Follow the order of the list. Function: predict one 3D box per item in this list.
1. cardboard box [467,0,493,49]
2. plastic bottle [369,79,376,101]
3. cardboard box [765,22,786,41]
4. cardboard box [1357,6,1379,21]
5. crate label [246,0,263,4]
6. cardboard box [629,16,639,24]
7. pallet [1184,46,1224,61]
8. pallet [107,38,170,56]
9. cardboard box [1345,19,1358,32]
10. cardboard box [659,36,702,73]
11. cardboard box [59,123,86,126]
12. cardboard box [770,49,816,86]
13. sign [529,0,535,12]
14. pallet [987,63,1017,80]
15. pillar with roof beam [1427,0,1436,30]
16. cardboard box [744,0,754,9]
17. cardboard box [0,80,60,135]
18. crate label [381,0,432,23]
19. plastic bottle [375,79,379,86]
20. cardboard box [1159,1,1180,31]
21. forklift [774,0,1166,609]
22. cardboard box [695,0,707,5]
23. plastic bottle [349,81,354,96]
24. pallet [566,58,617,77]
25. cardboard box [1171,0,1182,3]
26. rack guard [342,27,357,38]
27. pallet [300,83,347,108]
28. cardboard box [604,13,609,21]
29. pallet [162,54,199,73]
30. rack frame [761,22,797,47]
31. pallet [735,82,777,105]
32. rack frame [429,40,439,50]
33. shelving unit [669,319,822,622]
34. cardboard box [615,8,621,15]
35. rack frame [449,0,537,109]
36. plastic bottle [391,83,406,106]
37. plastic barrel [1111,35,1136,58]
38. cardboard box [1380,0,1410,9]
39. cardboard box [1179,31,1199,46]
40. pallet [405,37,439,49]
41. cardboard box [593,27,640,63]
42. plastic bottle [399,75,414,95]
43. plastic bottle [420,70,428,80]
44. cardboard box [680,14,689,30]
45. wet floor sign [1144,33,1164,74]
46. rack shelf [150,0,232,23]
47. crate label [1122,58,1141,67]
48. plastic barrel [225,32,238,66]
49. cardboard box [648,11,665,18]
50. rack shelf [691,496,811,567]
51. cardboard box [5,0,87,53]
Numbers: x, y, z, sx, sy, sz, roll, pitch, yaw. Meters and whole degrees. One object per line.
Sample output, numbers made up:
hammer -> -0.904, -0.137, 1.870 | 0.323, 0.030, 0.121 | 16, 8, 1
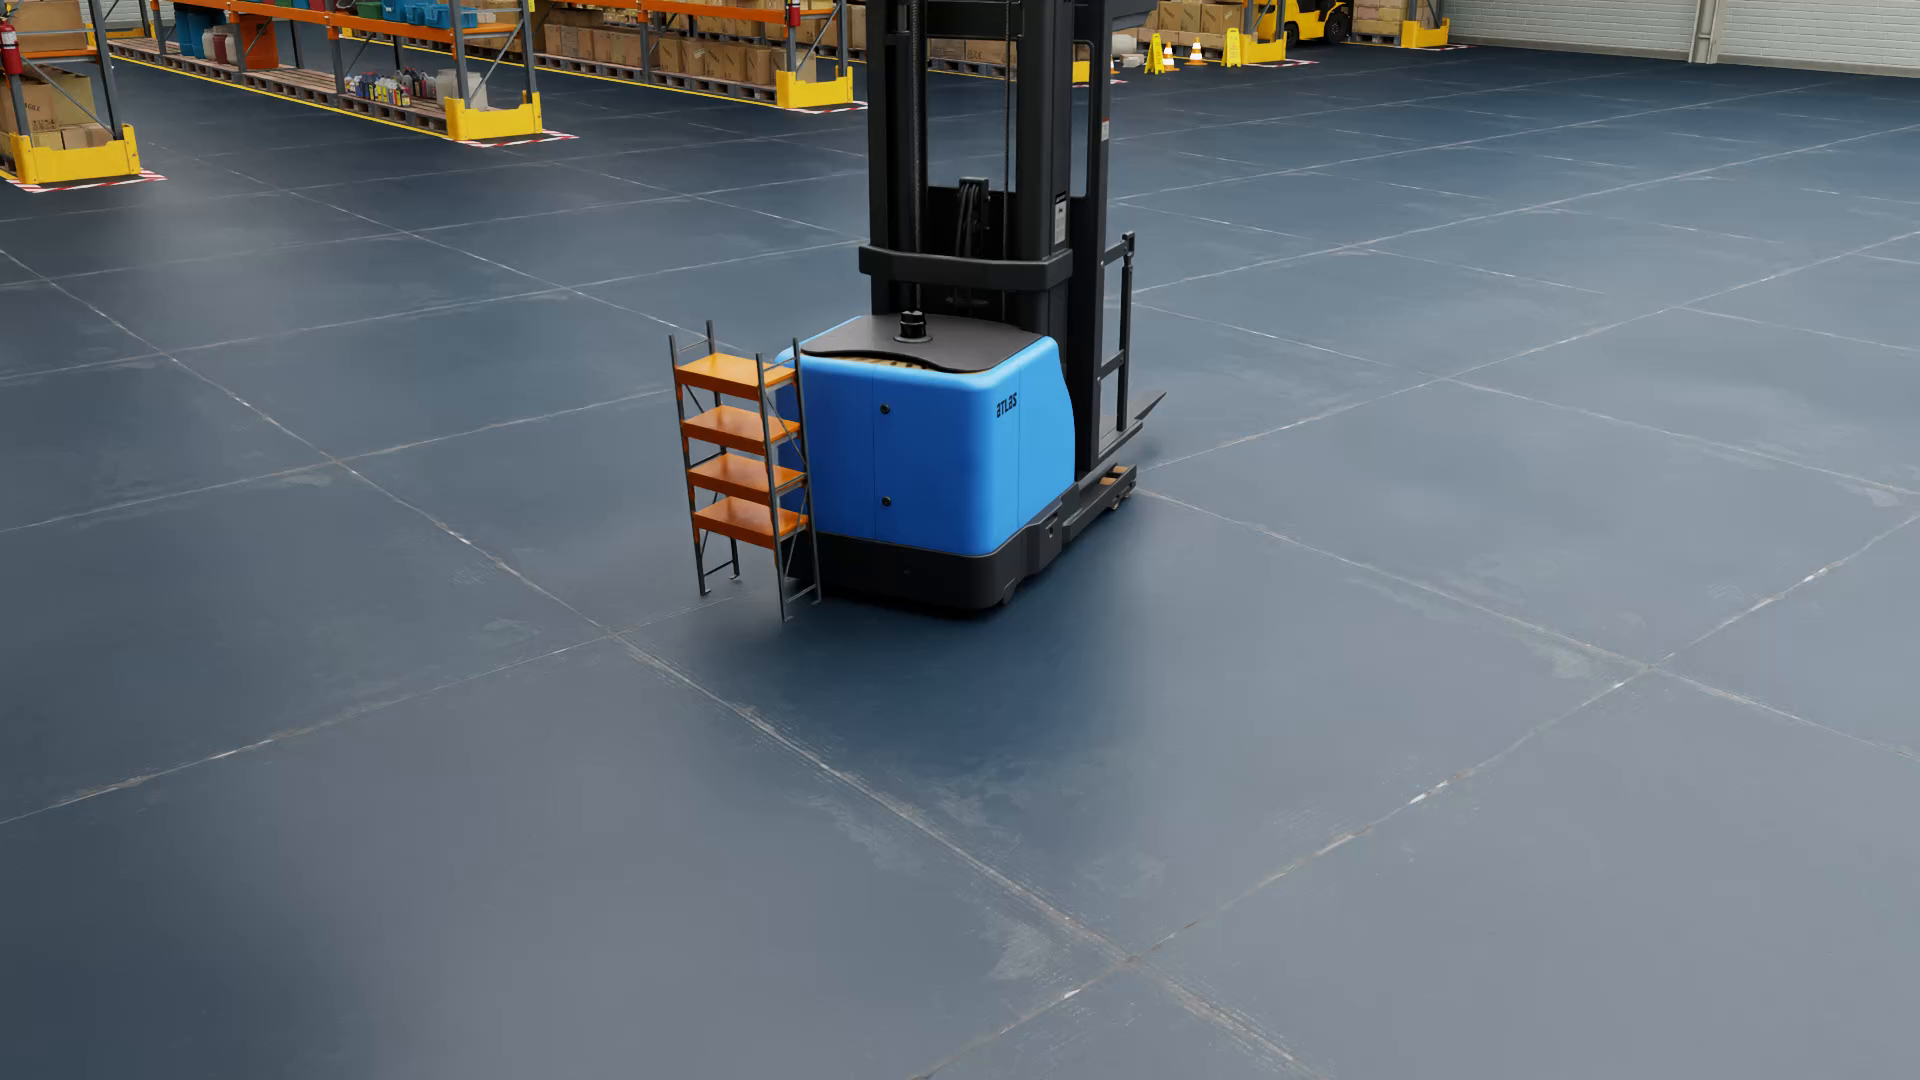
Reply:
cardboard box -> -8.279, -9.560, 30.616 | 1.225, 0.875, 0.875 | -17, 27, -37
plastic bottle -> -7.997, -6.136, 22.659 | 0.061, 0.283, 0.133 | -16, 26, -35
cardboard box -> -3.115, -10.021, 31.965 | 1.050, 0.750, 0.750 | -18, 28, -38
cardboard box -> 8.346, -10.590, 33.419 | 0.500, 0.250, 0.500 | -18, 28, -38
crate label -> -10.576, -8.408, 25.290 | 0.502, 0.435, 0.616 | -17, 27, -37
cardboard box -> -6.897, -11.212, 35.831 | 0.380, 0.149, 0.250 | -19, 28, -39
pallet -> 4.909, -9.014, 30.709 | 1.003, 0.211, 1.213 | -17, 27, -37
pallet -> -15.733, -9.405, 31.708 | 1.003, 0.211, 1.213 | -17, 27, -37
cardboard box -> 8.036, -10.491, 33.851 | 0.500, 0.250, 0.500 | -17, 27, -37
cardboard box -> -4.426, -7.716, 26.423 | 0.500, 0.500, 0.500 | -18, 28, -39
cardboard box -> -10.064, -4.596, 18.800 | 0.500, 0.250, 0.500 | -17, 27, -37
cardboard box -> -2.441, -6.908, 24.359 | 0.500, 0.500, 0.500 | -12, 24, -28
sign -> -5.378, -6.779, 20.799 | 0.100, 0.325, 0.005 | -17, 27, -37
pallet -> 1.197, -7.756, 27.497 | 1.003, 0.211, 1.213 | -17, 27, -37
pillar with roof beam -> 6.187, -13.417, 29.900 | 9.100, 9.000, 0.400 | -17, 27, -37
cardboard box -> -2.905, -7.811, 24.158 | 0.380, 0.149, 0.250 | -17, 27, -37
cardboard box -> -10.129, -4.684, 17.996 | 0.500, 0.500, 0.500 | -17, 27, -37
crate label -> -7.204, -6.981, 21.646 | 0.502, 0.435, 0.616 | -17, 27, -37
plastic bottle -> -7.949, -6.154, 22.722 | 0.097, 0.271, 0.097 | 0, 21, 0
cardboard box -> 4.074, -9.767, 30.973 | 0.500, 0.500, 0.500 | -18, 28, -39
forklift -> 0.258, -1.573, 7.980 | 1.130, 2.935, 3.031 | 9, 23, 23
cardboard box -> -3.755, -8.145, 25.012 | 0.380, 0.149, 0.250 | -17, 27, -37
plastic bottle -> -8.467, -6.307, 23.207 | 0.097, 0.201, 0.097 | 0, 21, 0
pallet -> -5.967, -8.058, 28.268 | 1.003, 0.211, 1.213 | -17, 27, -37
cardboard box -> 4.118, -10.013, 30.713 | 0.380, 0.149, 0.250 | -16, 27, -35
rack guard -> -12.505, -10.963, 35.288 | 1.175, 0.500, 0.348 | -17, 27, -37
pallet -> -8.951, -6.535, 24.379 | 1.003, 0.211, 1.213 | -17, 27, -37
cardboard box -> -7.747, -11.566, 36.734 | 0.380, 0.149, 0.250 | -19, 28, -40
pallet -> -13.159, -8.314, 28.922 | 1.003, 0.211, 1.213 | -17, 27, -37
rack frame -> -3.444, -11.063, 32.116 | 1.000, 3.000, 0.127 | -17, 27, -37
pallet -> -2.599, -6.655, 24.686 | 1.003, 0.211, 1.213 | -17, 27, -37
rack frame -> -9.879, -11.015, 31.994 | 1.000, 3.000, 0.127 | -17, 27, -37
shelving unit -> -0.903, -0.291, 7.058 | 0.503, 1.200, 0.258 | 15, 30, 34
cardboard box -> -7.306, -11.565, 36.322 | 0.380, 0.149, 0.250 | -19, 28, -40
rack frame -> -5.798, -6.520, 20.519 | 1.000, 3.000, 0.127 | -17, 27, -37
plastic bottle -> -7.473, -5.936, 22.159 | 0.152, 0.276, 0.135 | -17, 27, -37
plastic barrel -> 2.967, -9.069, 30.559 | 0.512, 0.421, 0.421 | 0, 21, -1
cardboard box -> 8.683, -10.675, 32.950 | 0.500, 0.250, 0.500 | -16, 27, -36
cardboard box -> 4.398, -9.278, 30.754 | 0.500, 0.250, 0.500 | -17, 27, -37
pallet -> -10.316, -9.945, 33.086 | 1.003, 0.211, 1.213 | -17, 27, -37
cardboard box -> -5.704, -8.311, 27.915 | 0.500, 0.500, 0.700 | 20, 29, 41
plastic bottle -> -7.741, -6.358, 23.235 | 0.152, 0.276, 0.135 | -17, 27, -37
plastic bottle -> -7.434, -6.345, 23.101 | 0.144, 0.351, 0.185 | -18, 27, -38
cardboard box -> -5.427, -10.786, 34.262 | 0.500, 0.500, 0.500 | -16, 26, -35
wet floor sign -> 3.297, -8.219, 28.085 | 0.232, 0.644, 0.267 | 17, 27, 36
rack shelf -> -12.326, -8.948, 27.704 | 1.077, 0.370, 4.000 | -17, 27, -37
crate label -> 3.025, -8.382, 29.196 | 0.298, 0.136, 0.250 | 7, 23, 18
plastic barrel -> -11.789, -8.034, 27.218 | 0.421, 0.512, 0.421 | 0, 21, 0
cardboard box -> -6.502, -11.186, 35.355 | 0.380, 0.149, 0.250 | -17, 27, -36
rack shelf -> -0.892, -0.050, 7.169 | 0.480, 0.148, 0.258 | 15, 30, 34
cardboard box -> -9.848, -5.521, 17.830 | 0.700, 0.500, 0.500 | -17, 27, -37
